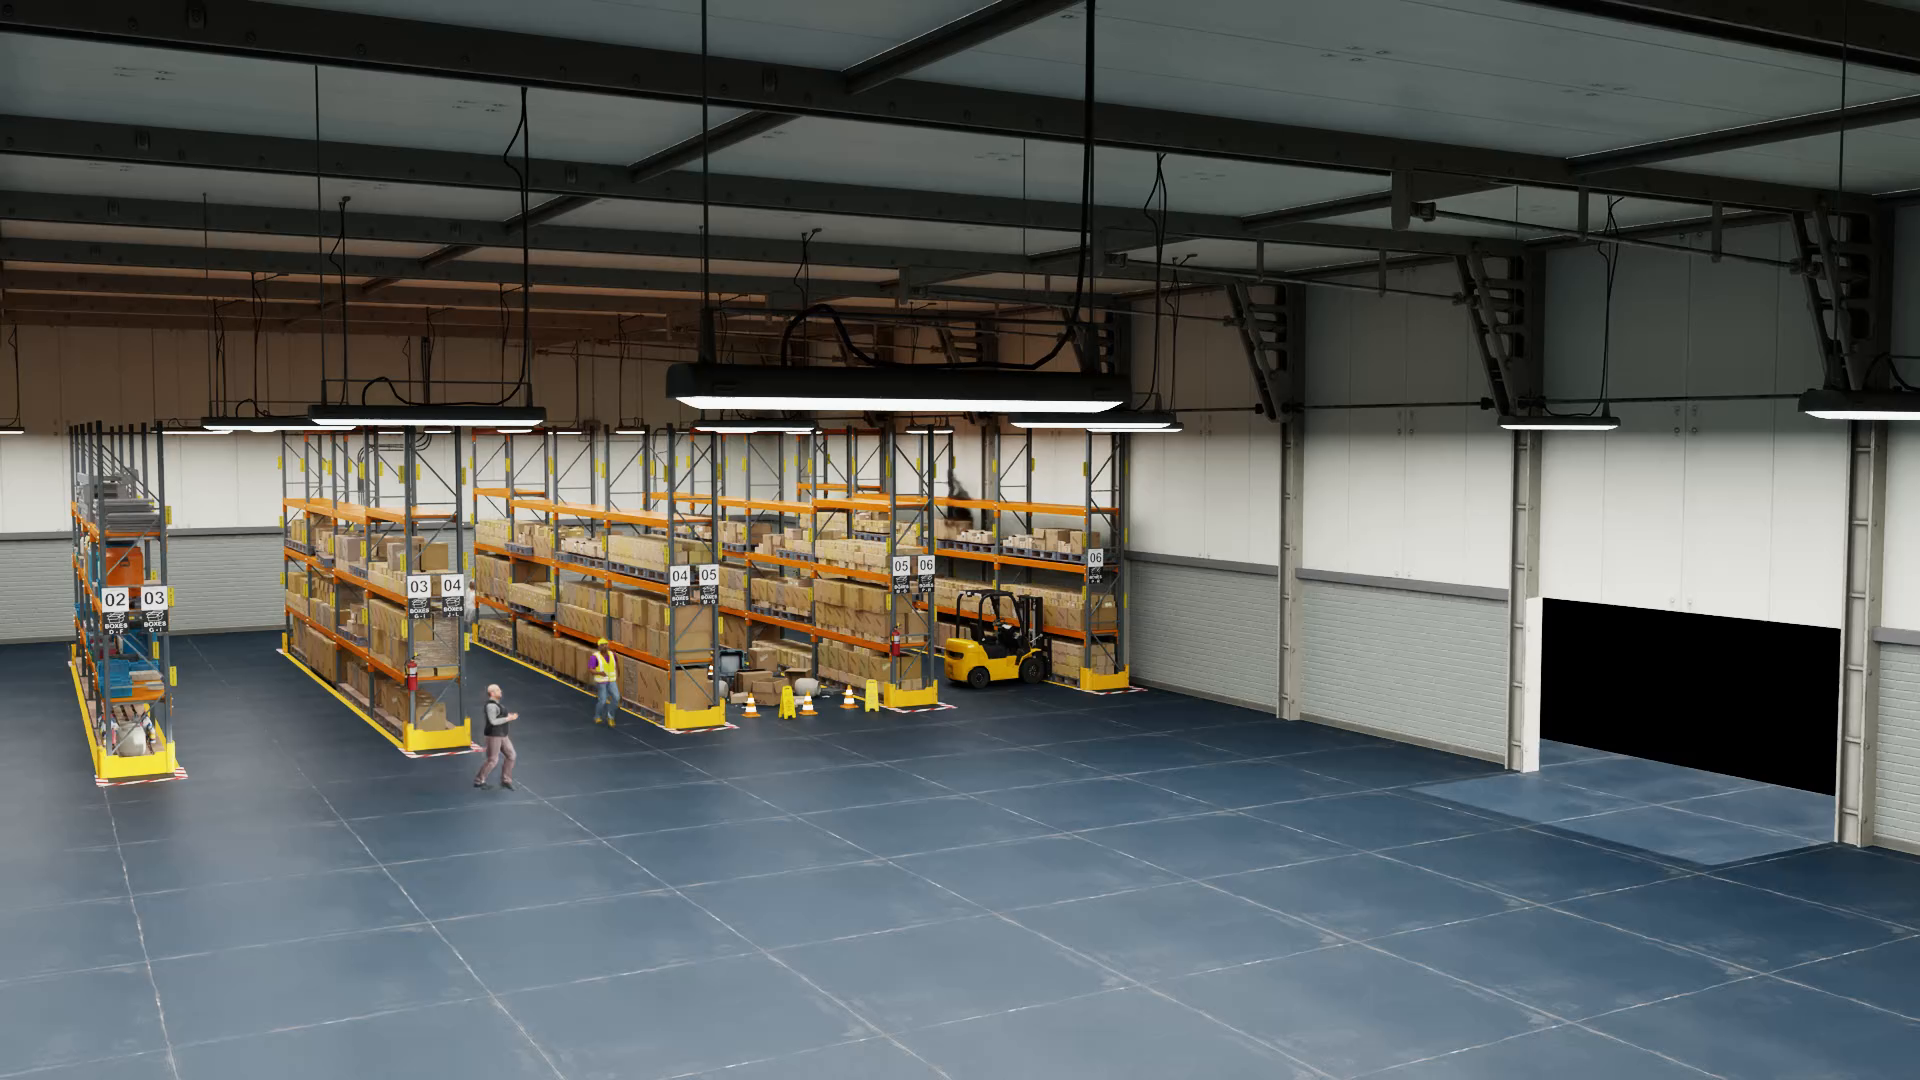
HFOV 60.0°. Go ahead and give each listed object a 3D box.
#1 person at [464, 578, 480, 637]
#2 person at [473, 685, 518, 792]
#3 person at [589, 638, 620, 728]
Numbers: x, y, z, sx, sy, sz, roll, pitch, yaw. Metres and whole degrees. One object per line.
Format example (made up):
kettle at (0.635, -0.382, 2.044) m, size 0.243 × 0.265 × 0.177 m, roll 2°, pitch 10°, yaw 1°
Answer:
person at (-13.941, 1.937, 47.464) m, size 0.672 × 1.722 × 0.558 m, roll 3°, pitch 4°, yaw 37°
person at (-7.460, 3.209, 26.764) m, size 0.734 × 1.777 × 0.639 m, roll 0°, pitch 4°, yaw -1°
person at (-7.008, 2.830, 32.927) m, size 0.708 × 1.784 × 0.727 m, roll -2°, pitch 4°, yaw -34°
